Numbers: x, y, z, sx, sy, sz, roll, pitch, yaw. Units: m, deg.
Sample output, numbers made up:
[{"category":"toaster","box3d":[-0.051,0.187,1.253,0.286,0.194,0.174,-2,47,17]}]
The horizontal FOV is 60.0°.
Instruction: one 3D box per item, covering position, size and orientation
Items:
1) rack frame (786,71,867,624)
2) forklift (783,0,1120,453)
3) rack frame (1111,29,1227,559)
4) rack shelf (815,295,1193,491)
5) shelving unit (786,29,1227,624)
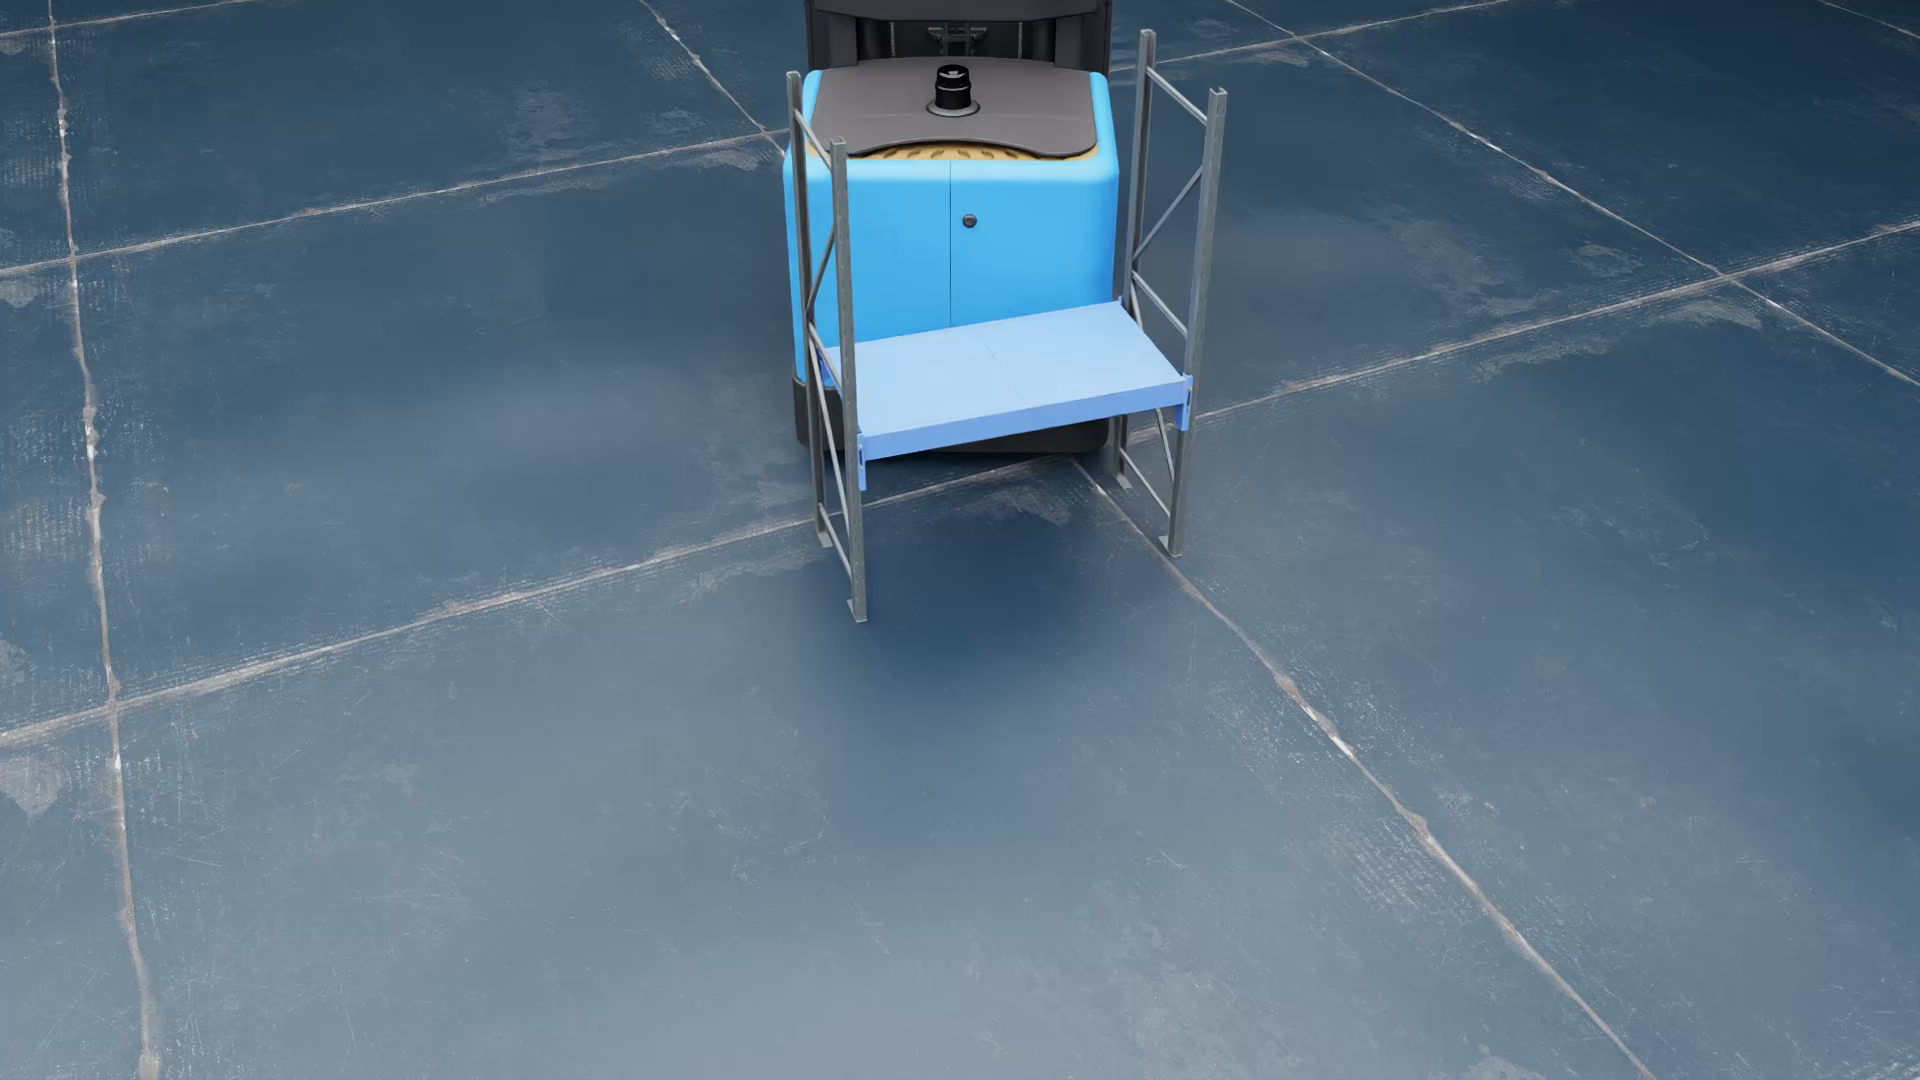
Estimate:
[{"category":"rack frame","box3d":[-0.368,-0.498,4.662,0.032,1.500,0.500,-11,38,-15]},{"category":"forklift","box3d":[0.000,-2.312,5.907,1.130,2.935,3.031,1,37,1]},{"category":"rack frame","box3d":[0.597,-0.687,4.918,0.032,1.500,0.500,-11,38,-15]},{"category":"rack shelf","box3d":[0.114,-0.448,4.897,1.000,0.185,0.538,-11,38,-15]},{"category":"shelving unit","box3d":[0.114,-0.592,4.790,1.048,1.500,0.538,-11,38,-15]}]
